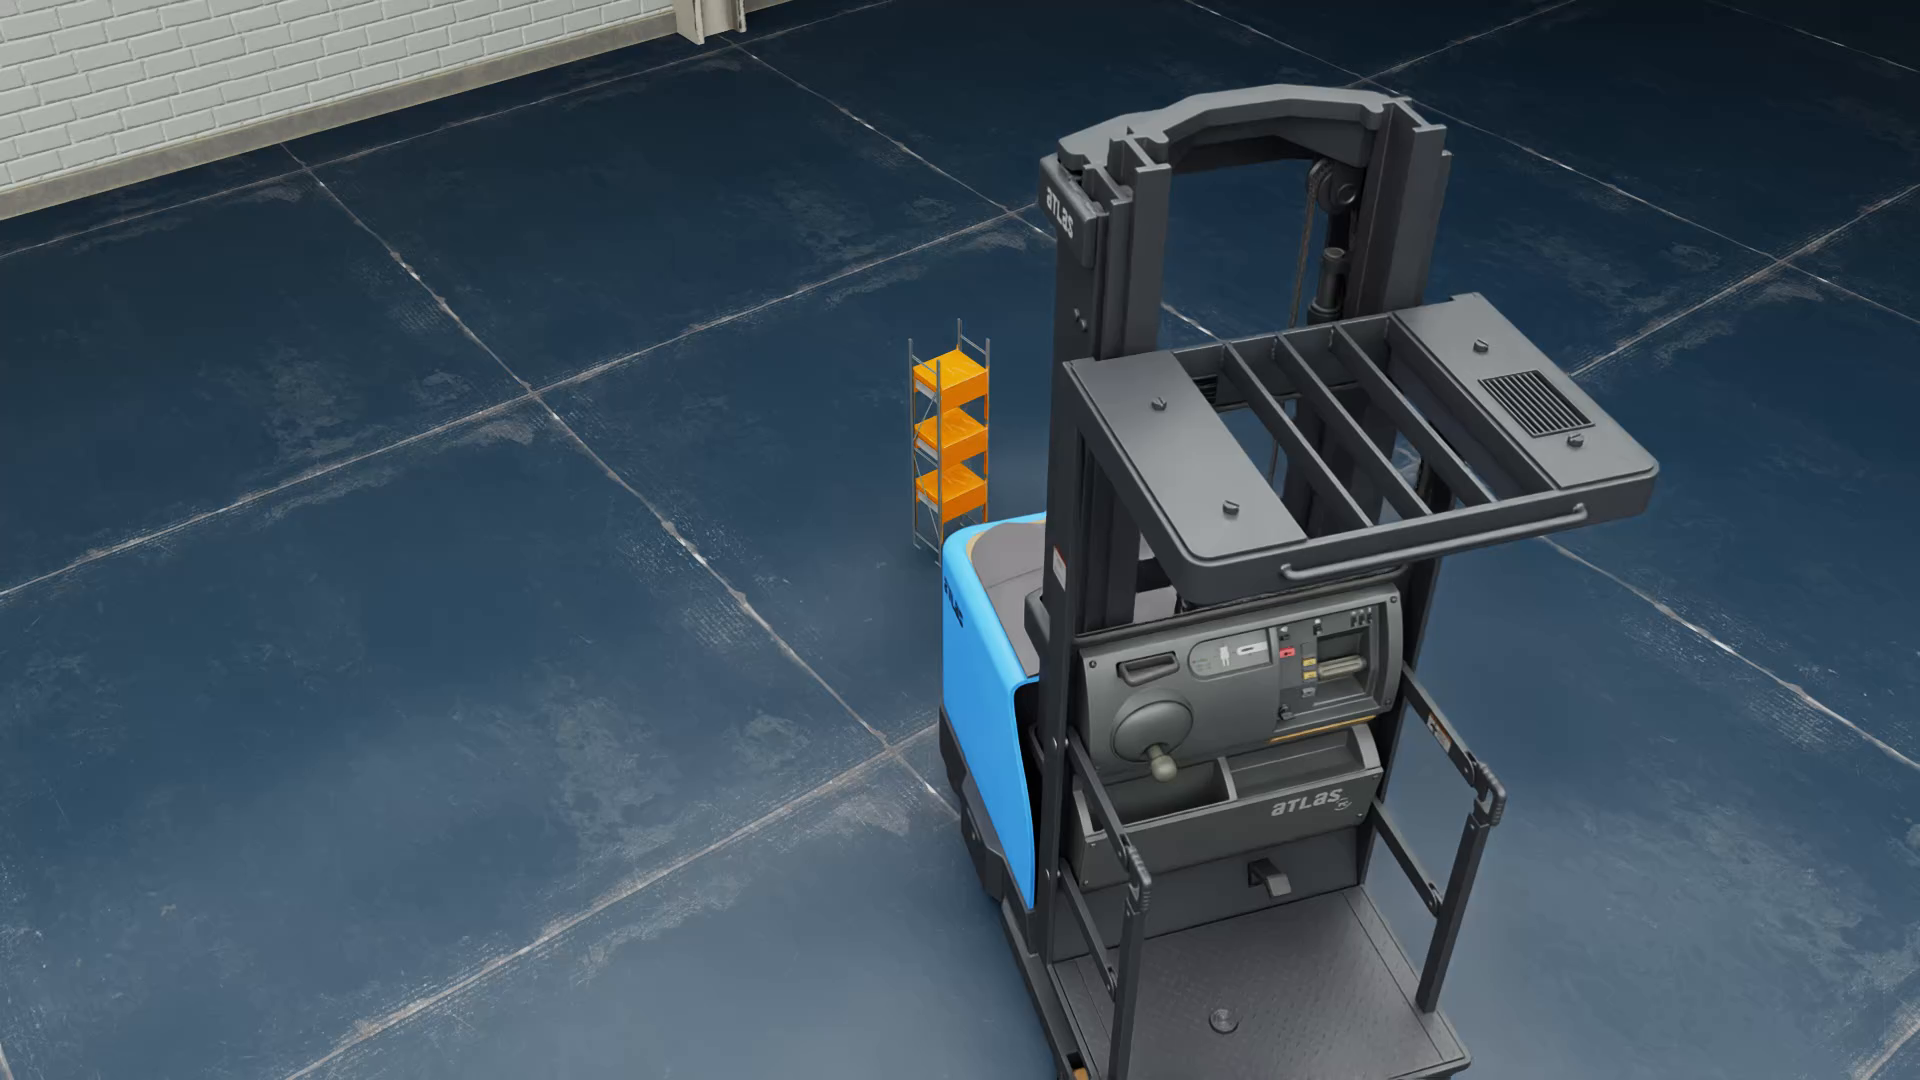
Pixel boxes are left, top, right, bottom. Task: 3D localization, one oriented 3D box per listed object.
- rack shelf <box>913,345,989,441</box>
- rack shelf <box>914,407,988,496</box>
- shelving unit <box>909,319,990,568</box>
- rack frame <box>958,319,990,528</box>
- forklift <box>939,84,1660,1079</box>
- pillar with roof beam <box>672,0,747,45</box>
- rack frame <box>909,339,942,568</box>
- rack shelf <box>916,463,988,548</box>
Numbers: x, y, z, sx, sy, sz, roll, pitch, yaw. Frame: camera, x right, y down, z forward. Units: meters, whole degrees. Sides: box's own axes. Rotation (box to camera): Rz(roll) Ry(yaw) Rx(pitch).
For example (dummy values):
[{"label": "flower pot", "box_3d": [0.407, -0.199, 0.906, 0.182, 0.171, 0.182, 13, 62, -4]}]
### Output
[{"label": "rack shelf", "box_3d": [-0.042, -0.596, 6.719, 0.240, 0.259, 0.215, -26, 46, -28]}, {"label": "rack shelf", "box_3d": [-0.042, -0.377, 6.899, 0.240, 0.259, 0.215, -26, 46, -28]}, {"label": "shelving unit", "box_3d": [-0.042, -0.385, 6.892, 0.252, 1.050, 0.215, -26, 46, -28]}, {"label": "rack frame", "box_3d": [0.054, -0.432, 6.949, 0.008, 1.050, 0.200, -26, 46, -28]}, {"label": "forklift", "box_3d": [0.841, 0.470, 4.366, 1.130, 2.935, 3.031, -11, 41, -13]}, {"label": "pillar with roof beam", "box_3d": [0.892, -4.858, 6.077, 0.400, 9.000, 9.100, -26, 46, -28]}, {"label": "rack frame", "box_3d": [-0.139, -0.338, 6.834, 0.008, 1.050, 0.200, -26, 46, -28]}, {"label": "rack shelf", "box_3d": [-0.042, -0.162, 7.075, 0.240, 0.259, 0.215, -26, 46, -28]}]
